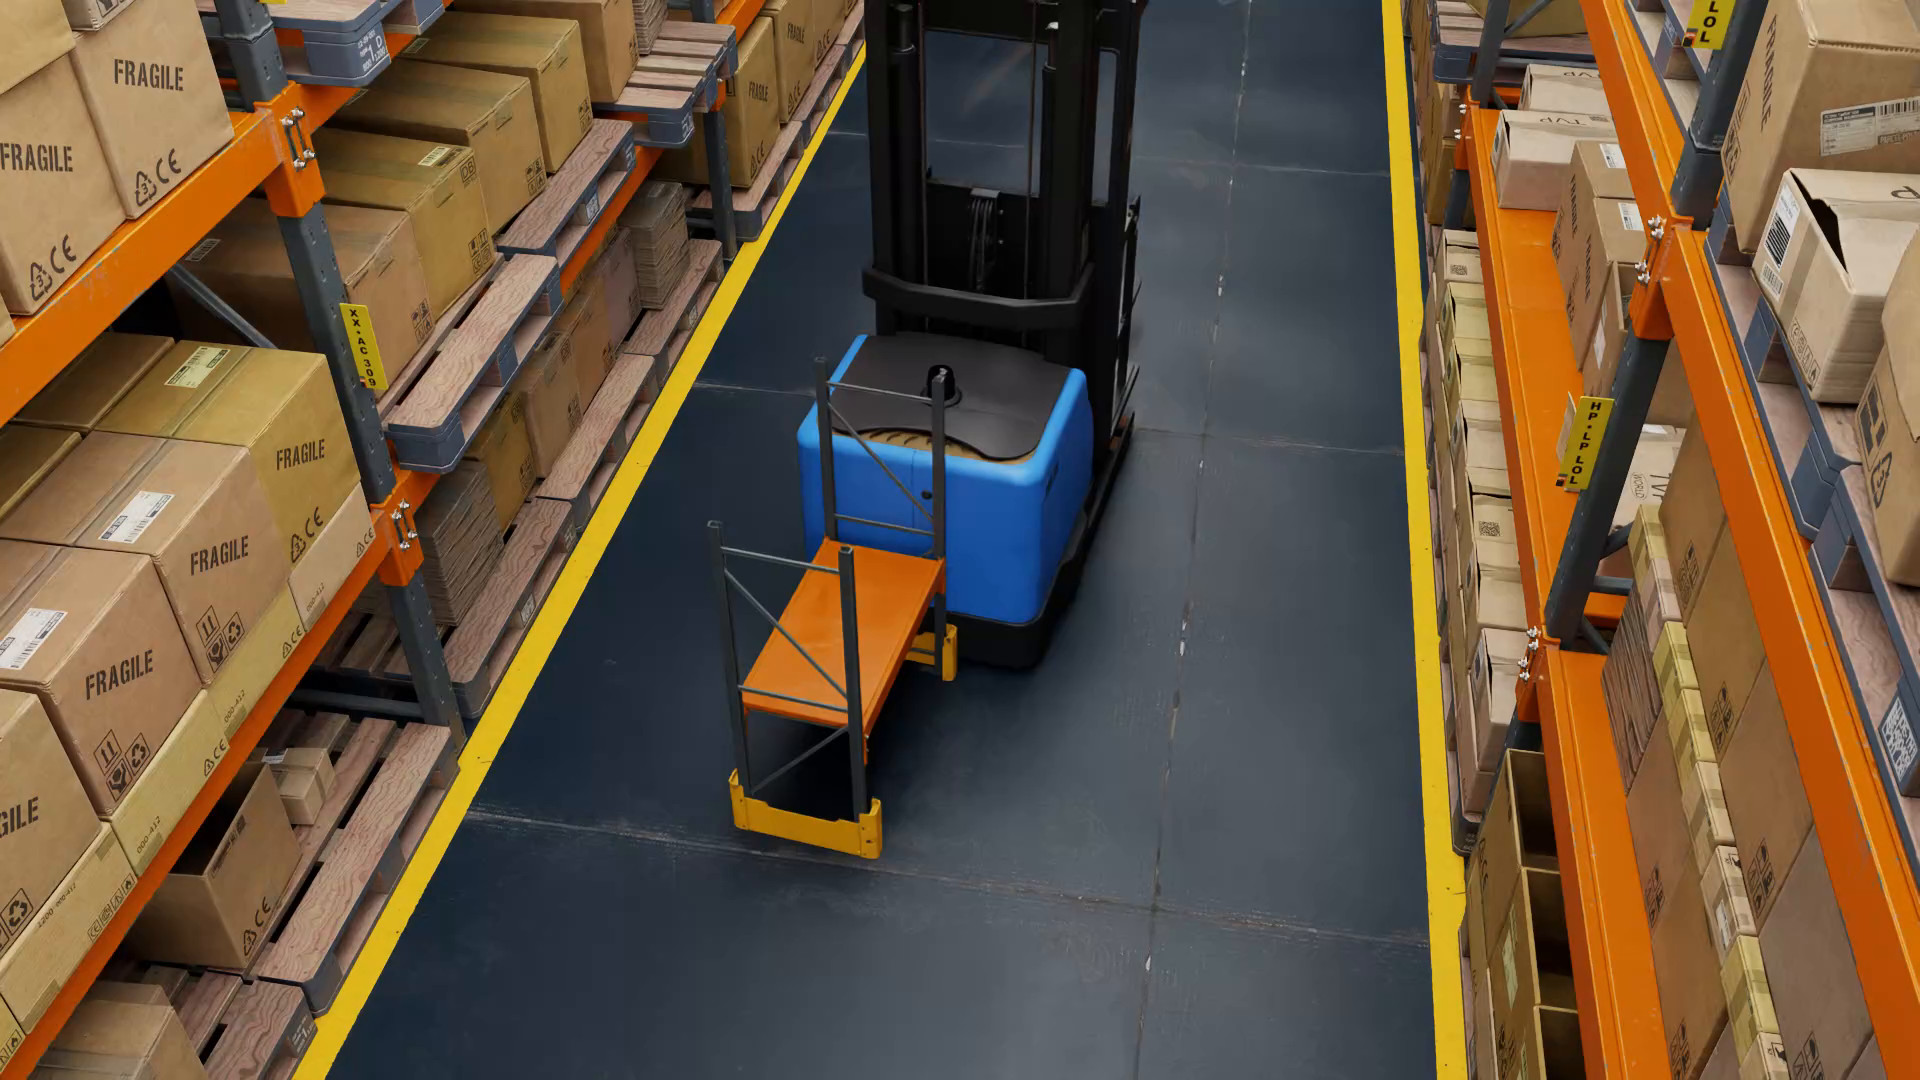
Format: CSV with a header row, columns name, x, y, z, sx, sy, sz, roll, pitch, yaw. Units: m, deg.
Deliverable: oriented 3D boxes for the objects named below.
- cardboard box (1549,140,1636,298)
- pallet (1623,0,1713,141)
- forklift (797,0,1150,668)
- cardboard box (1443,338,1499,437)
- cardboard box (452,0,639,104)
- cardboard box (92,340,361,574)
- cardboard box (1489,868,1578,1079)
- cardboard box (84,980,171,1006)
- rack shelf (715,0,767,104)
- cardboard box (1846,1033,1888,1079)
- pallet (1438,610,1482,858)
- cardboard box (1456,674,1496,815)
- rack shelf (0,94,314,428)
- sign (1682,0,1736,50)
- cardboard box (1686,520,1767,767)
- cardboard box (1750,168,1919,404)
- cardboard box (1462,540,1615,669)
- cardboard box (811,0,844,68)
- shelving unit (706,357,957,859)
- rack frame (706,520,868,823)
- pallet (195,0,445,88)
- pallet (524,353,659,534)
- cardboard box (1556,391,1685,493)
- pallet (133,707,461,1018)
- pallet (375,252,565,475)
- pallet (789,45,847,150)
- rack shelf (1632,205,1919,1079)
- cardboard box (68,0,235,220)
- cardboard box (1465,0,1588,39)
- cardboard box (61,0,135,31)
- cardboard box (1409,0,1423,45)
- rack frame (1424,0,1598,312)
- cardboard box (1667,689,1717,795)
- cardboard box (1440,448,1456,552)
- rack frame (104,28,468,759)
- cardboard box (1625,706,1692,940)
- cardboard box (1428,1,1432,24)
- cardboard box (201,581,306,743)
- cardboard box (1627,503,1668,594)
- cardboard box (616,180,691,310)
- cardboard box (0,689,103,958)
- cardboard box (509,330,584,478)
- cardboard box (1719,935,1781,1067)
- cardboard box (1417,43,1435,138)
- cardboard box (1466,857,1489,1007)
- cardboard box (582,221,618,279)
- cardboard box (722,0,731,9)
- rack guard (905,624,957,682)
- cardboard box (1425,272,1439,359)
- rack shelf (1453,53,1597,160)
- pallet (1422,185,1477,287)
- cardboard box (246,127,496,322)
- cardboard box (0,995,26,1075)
name,x,y,z,sx,sy,sz,roll,pitch,yaw
cardboard box,2.793,-1.308,6.899,0.500,0.500,0.500,4,40,5
pallet,2.515,-1.451,4.947,0.805,0.209,1.217,5,40,6
forklift,0.239,-1.540,7.312,1.130,2.935,3.031,11,41,13
cardboard box,2.514,-0.695,7.625,0.500,0.311,0.500,5,40,6
cardboard box,-1.954,-2.426,7.906,0.700,0.500,0.500,3,40,3
cardboard box,-2.282,-0.265,5.231,0.500,0.500,0.500,6,40,8
cardboard box,1.908,1.367,4.983,0.500,0.500,0.500,6,40,8
cardboard box,-2.801,1.573,5.385,0.380,0.149,0.250,3,40,4
rack shelf,-1.466,-3.846,10.612,1.077,0.370,4.000,6,40,8
cardboard box,1.958,1.186,2.864,0.700,0.500,0.500,7,40,8
pallet,2.464,0.794,6.623,1.003,0.211,1.213,6,40,8
cardboard box,2.162,0.792,6.266,0.500,0.250,0.500,6,40,7
rack shelf,-2.850,0.019,3.583,1.077,0.370,4.000,6,40,8
sign,1.839,-1.344,4.015,0.100,0.325,0.005,6,40,8
cardboard box,2.219,0.244,4.004,0.700,0.500,0.500,6,40,8
cardboard box,1.935,-0.525,3.308,0.500,0.311,0.500,4,40,5
cardboard box,2.247,0.255,6.475,0.500,0.311,0.500,7,40,9
cardboard box,-1.255,-3.731,11.266,0.750,0.750,0.750,8,40,9
shelving unit,-0.441,0.251,6.270,0.587,1.500,1.083,11,41,13
rack frame,-0.588,0.567,5.887,0.500,1.500,0.032,11,41,13
pallet,-2.293,-1.817,5.387,1.213,0.211,1.003,6,40,8
pallet,-2.162,-0.539,8.237,1.003,0.211,1.213,6,40,8
cardboard box,2.347,-0.334,5.905,0.396,0.266,0.258,5,40,7
pallet,-2.586,1.143,6.202,1.003,0.211,1.213,6,40,8
pallet,-2.229,-0.747,6.450,1.003,0.211,1.213,6,40,8
pallet,-1.388,-3.043,11.265,1.003,0.211,1.213,6,40,8
rack shelf,2.029,0.563,2.926,1.077,0.370,4.000,6,40,8
cardboard box,-2.349,-1.214,4.416,0.500,0.500,0.500,7,40,9
cardboard box,3.065,-2.932,8.534,0.700,0.500,0.500,-6,40,-7
cardboard box,-2.324,-1.601,4.099,0.500,0.500,0.500,3,40,4
cardboard box,3.436,-3.764,11.565,0.500,0.500,0.500,5,40,6
rack frame,3.067,-2.324,8.207,1.000,3.000,0.127,6,40,8
cardboard box,2.008,0.530,4.168,0.380,0.149,0.250,6,40,7
cardboard box,2.428,-0.165,7.424,0.500,0.250,0.500,7,40,9
rack frame,-2.504,-0.357,5.828,1.000,3.000,0.127,6,40,8
cardboard box,2.220,0.759,4.400,0.700,0.500,0.500,6,40,7
cardboard box,3.263,-3.425,10.567,0.500,0.250,0.500,6,40,8
cardboard box,-2.382,0.335,5.093,0.500,0.250,0.500,7,40,8
cardboard box,2.138,0.045,4.754,0.380,0.149,0.250,6,40,8
cardboard box,-1.885,-1.616,8.967,0.700,0.500,0.500,7,40,8
cardboard box,-2.549,0.690,4.075,0.500,0.500,0.500,8,40,9
cardboard box,-2.225,-0.673,7.826,0.700,0.500,0.500,7,40,8
cardboard box,1.873,1.018,3.577,0.380,0.149,0.250,6,40,7
cardboard box,3.173,-2.798,10.396,0.500,0.500,0.500,5,40,6
cardboard box,1.996,1.342,5.601,0.500,0.250,0.500,6,40,8
cardboard box,-2.046,-1.554,8.304,0.500,0.250,0.500,7,40,9
cardboard box,-1.475,-3.117,9.347,0.380,0.149,0.250,7,40,8
rack guard,-0.301,0.428,7.036,0.587,0.250,0.087,11,41,13
cardboard box,2.688,-1.130,8.591,0.500,0.250,0.500,6,40,8
rack shelf,3.414,-3.302,9.954,1.077,0.370,4.000,6,40,8
pallet,3.234,-1.714,9.657,1.003,0.211,1.213,6,40,8
cardboard box,-2.279,-1.231,6.461,0.700,0.500,0.500,10,41,12
cardboard box,-2.630,1.285,3.943,0.500,0.250,0.500,6,40,7
